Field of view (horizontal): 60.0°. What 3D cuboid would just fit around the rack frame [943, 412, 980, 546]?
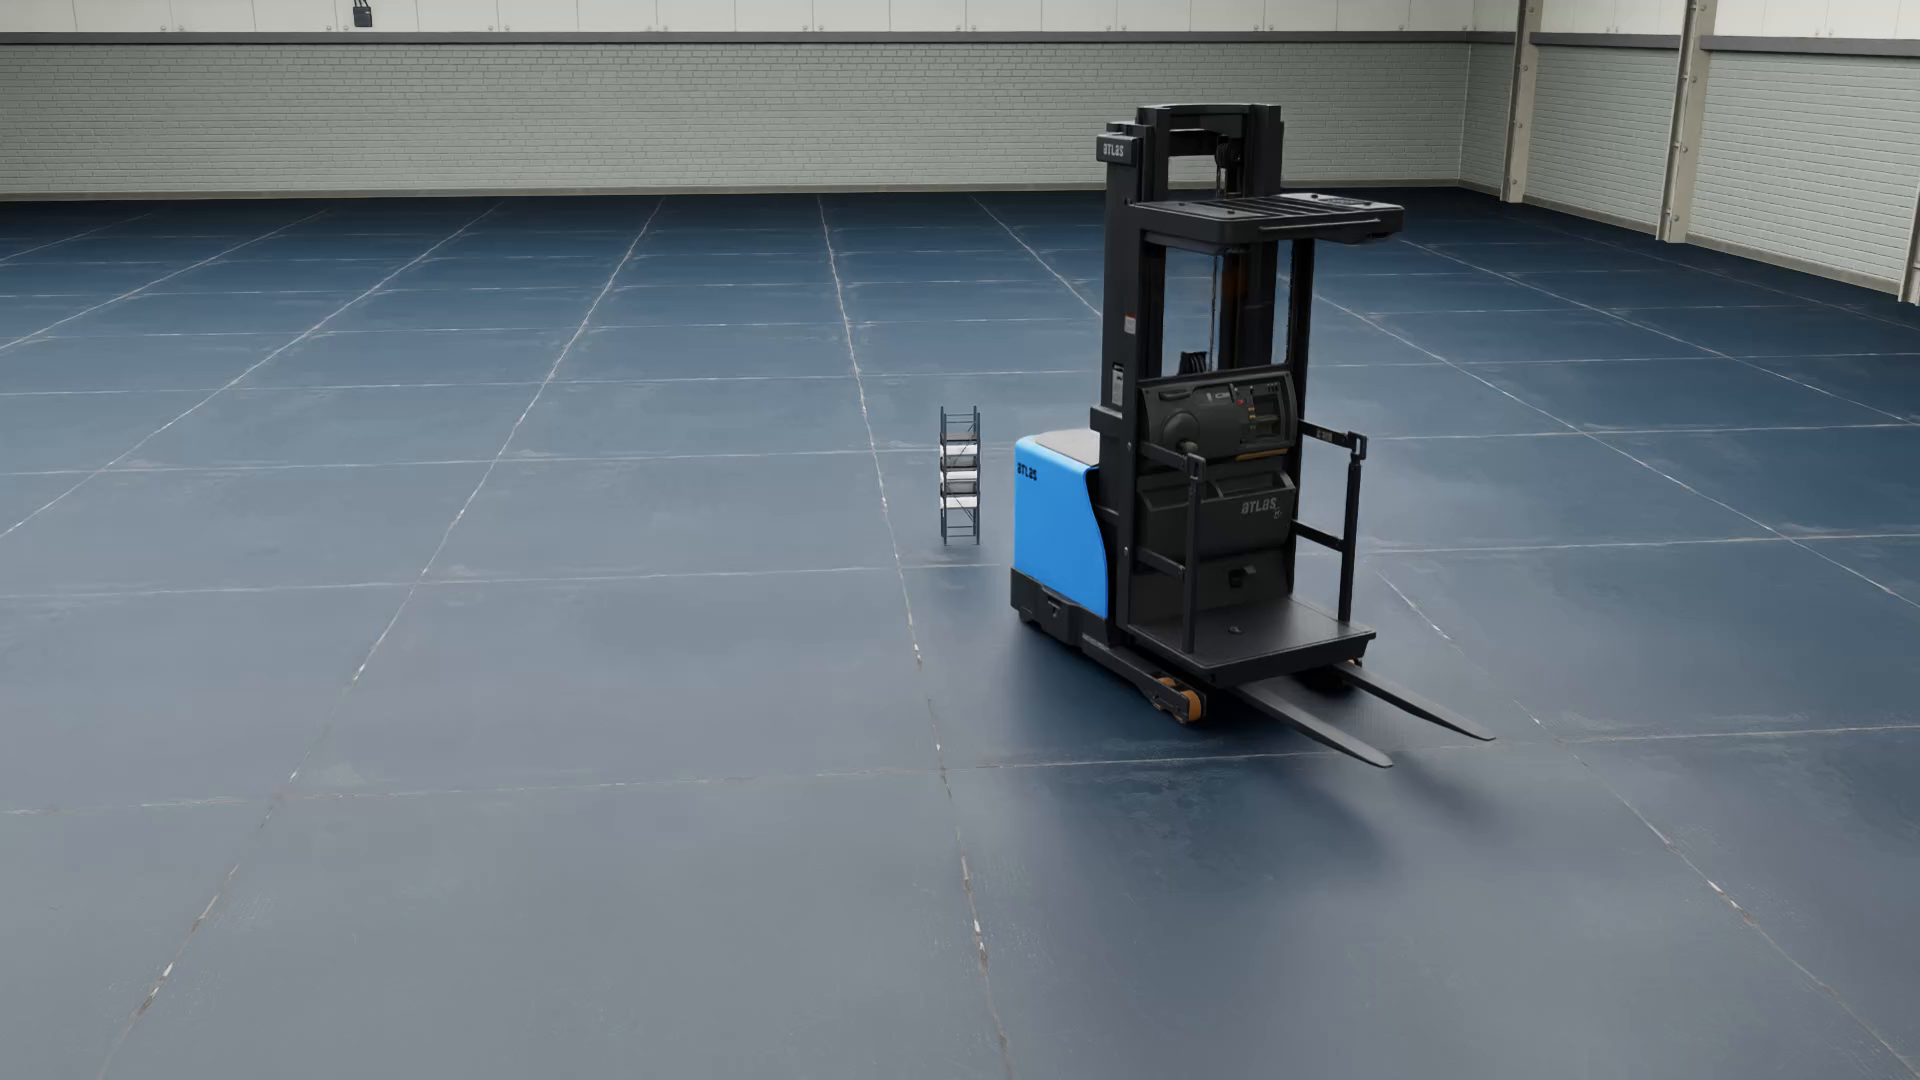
[{"bbox_3d":[0.011,-0.397,10.938,0.240,0.900,0.006,-2,18,-6],"label":"rack frame"}]

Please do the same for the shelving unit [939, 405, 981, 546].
[{"bbox_3d":[0.001,-0.427,11.035,0.258,0.900,0.210,-2,18,-6],"label":"shelving unit"}]

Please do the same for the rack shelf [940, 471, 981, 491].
[{"bbox_3d":[0.001,-0.395,11.045,0.258,0.077,0.200,-2,18,-6],"label":"rack shelf"}]

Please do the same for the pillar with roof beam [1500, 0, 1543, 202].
[{"bbox_3d":[6.279,-10.646,30.065,9.100,9.000,0.400,-2,18,-6],"label":"pillar with roof beam"}]

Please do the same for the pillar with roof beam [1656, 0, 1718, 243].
[{"bbox_3d":[6.898,-8.859,24.371,9.100,9.000,0.400,-2,18,-6],"label":"pillar with roof beam"}]

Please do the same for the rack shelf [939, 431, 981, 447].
[{"bbox_3d":[0.001,-0.653,10.964,0.258,0.077,0.200,-2,18,-6],"label":"rack shelf"}]

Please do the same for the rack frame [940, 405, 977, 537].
[{"bbox_3d":[-0.010,-0.457,11.131,0.240,0.900,0.006,-2,18,-6],"label":"rack frame"}]

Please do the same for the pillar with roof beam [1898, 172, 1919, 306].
[{"bbox_3d":[7.517,-7.071,18.677,9.100,9.000,0.400,-2,18,-6],"label":"pillar with roof beam"}]

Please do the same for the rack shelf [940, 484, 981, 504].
[{"bbox_3d":[0.001,-0.309,11.072,0.258,0.077,0.200,-2,18,-6],"label":"rack shelf"}]

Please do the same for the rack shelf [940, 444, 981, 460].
[{"bbox_3d":[0.001,-0.567,10.991,0.258,0.077,0.200,-2,18,-6],"label":"rack shelf"}]

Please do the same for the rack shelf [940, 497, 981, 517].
[{"bbox_3d":[0.001,-0.223,11.098,0.258,0.077,0.200,-2,18,-6],"label":"rack shelf"}]

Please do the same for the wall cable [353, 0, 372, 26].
[{"bbox_3d":[-10.315,-12.636,30.725,2.305,6.003,0.169,-2,18,-6],"label":"wall cable"}]

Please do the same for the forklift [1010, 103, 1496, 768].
[{"bbox_3d":[1.434,-0.639,8.318,1.130,2.935,3.031,-9,20,-27],"label":"forklift"}]

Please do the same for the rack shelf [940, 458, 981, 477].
[{"bbox_3d":[0.001,-0.481,11.018,0.258,0.077,0.200,-2,18,-6],"label":"rack shelf"}]
